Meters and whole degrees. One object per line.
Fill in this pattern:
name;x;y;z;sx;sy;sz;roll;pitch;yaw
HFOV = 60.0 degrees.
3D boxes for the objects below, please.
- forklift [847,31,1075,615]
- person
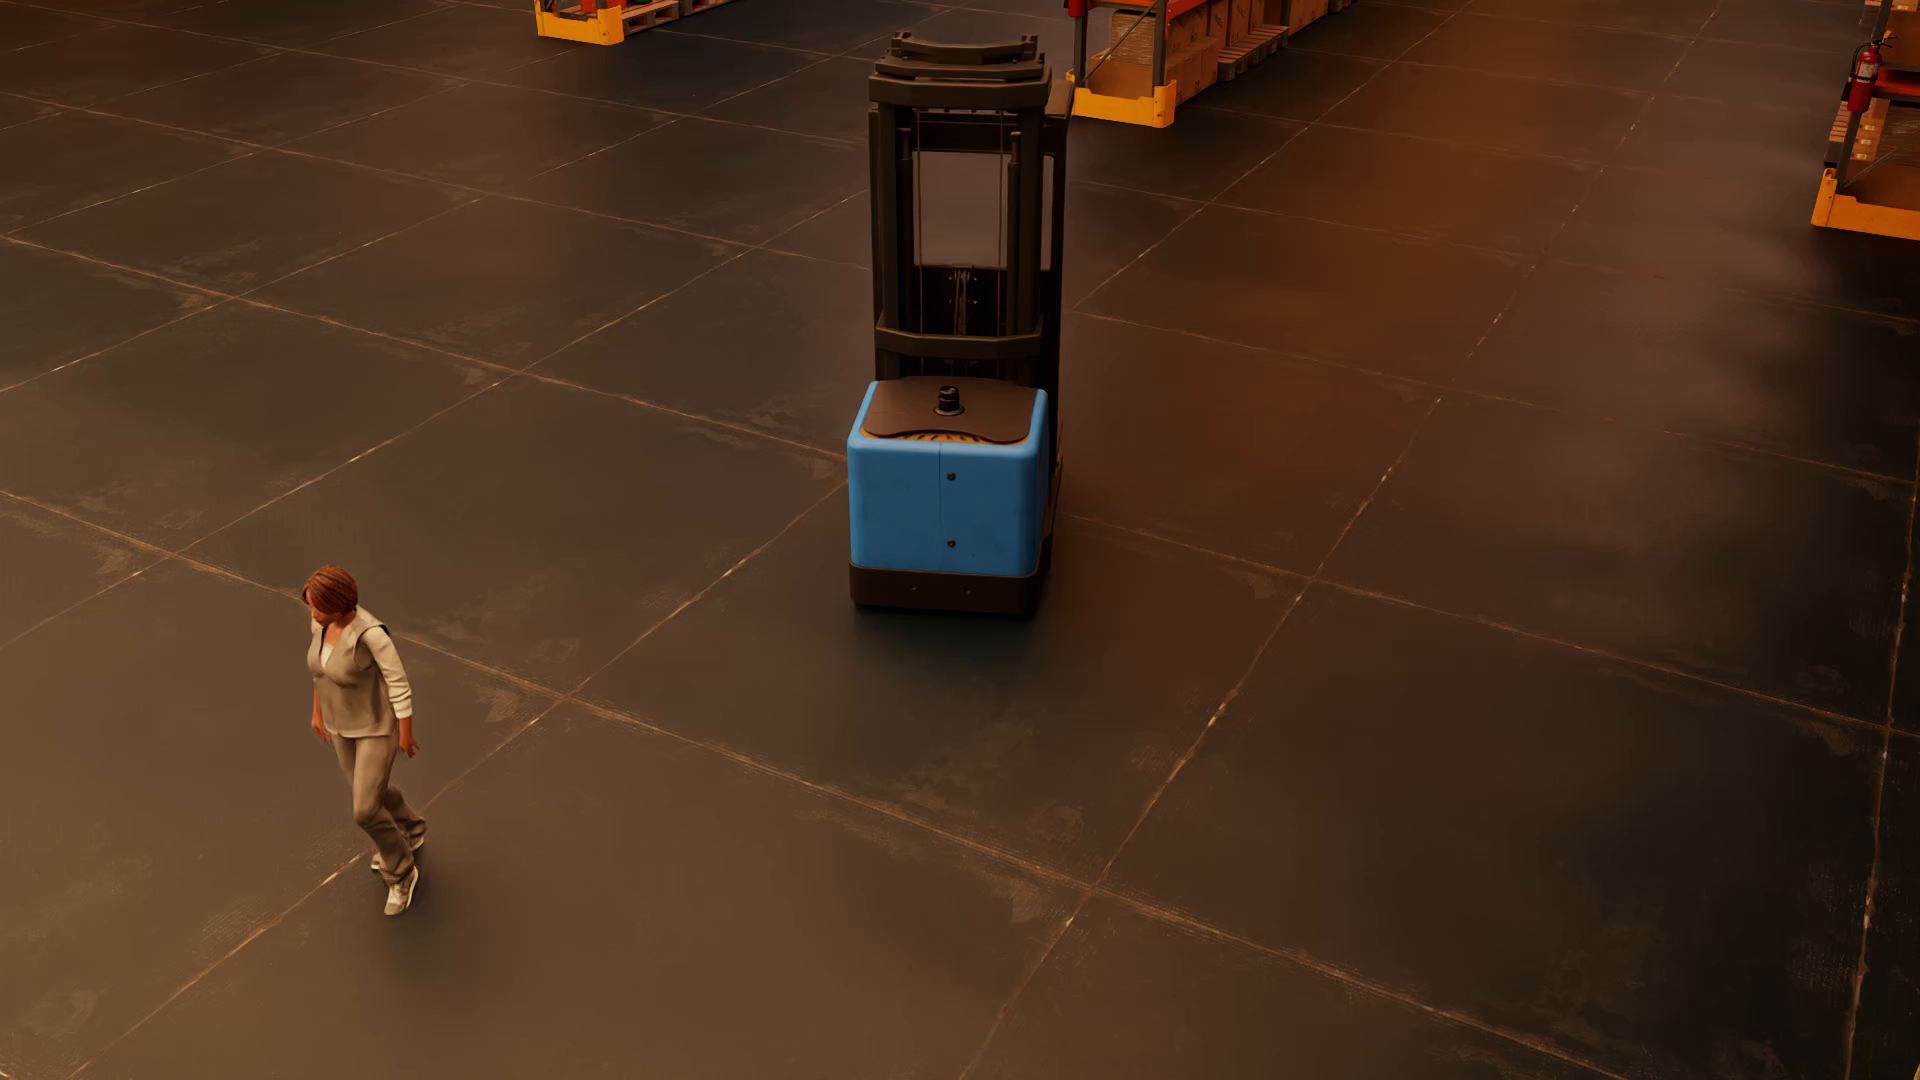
forklift;0.072;-1.572;9.794;1.130;2.935;3.031;3;30;6
person;-2.536;0.816;7.065;0.510;1.628;0.459;17;34;27
